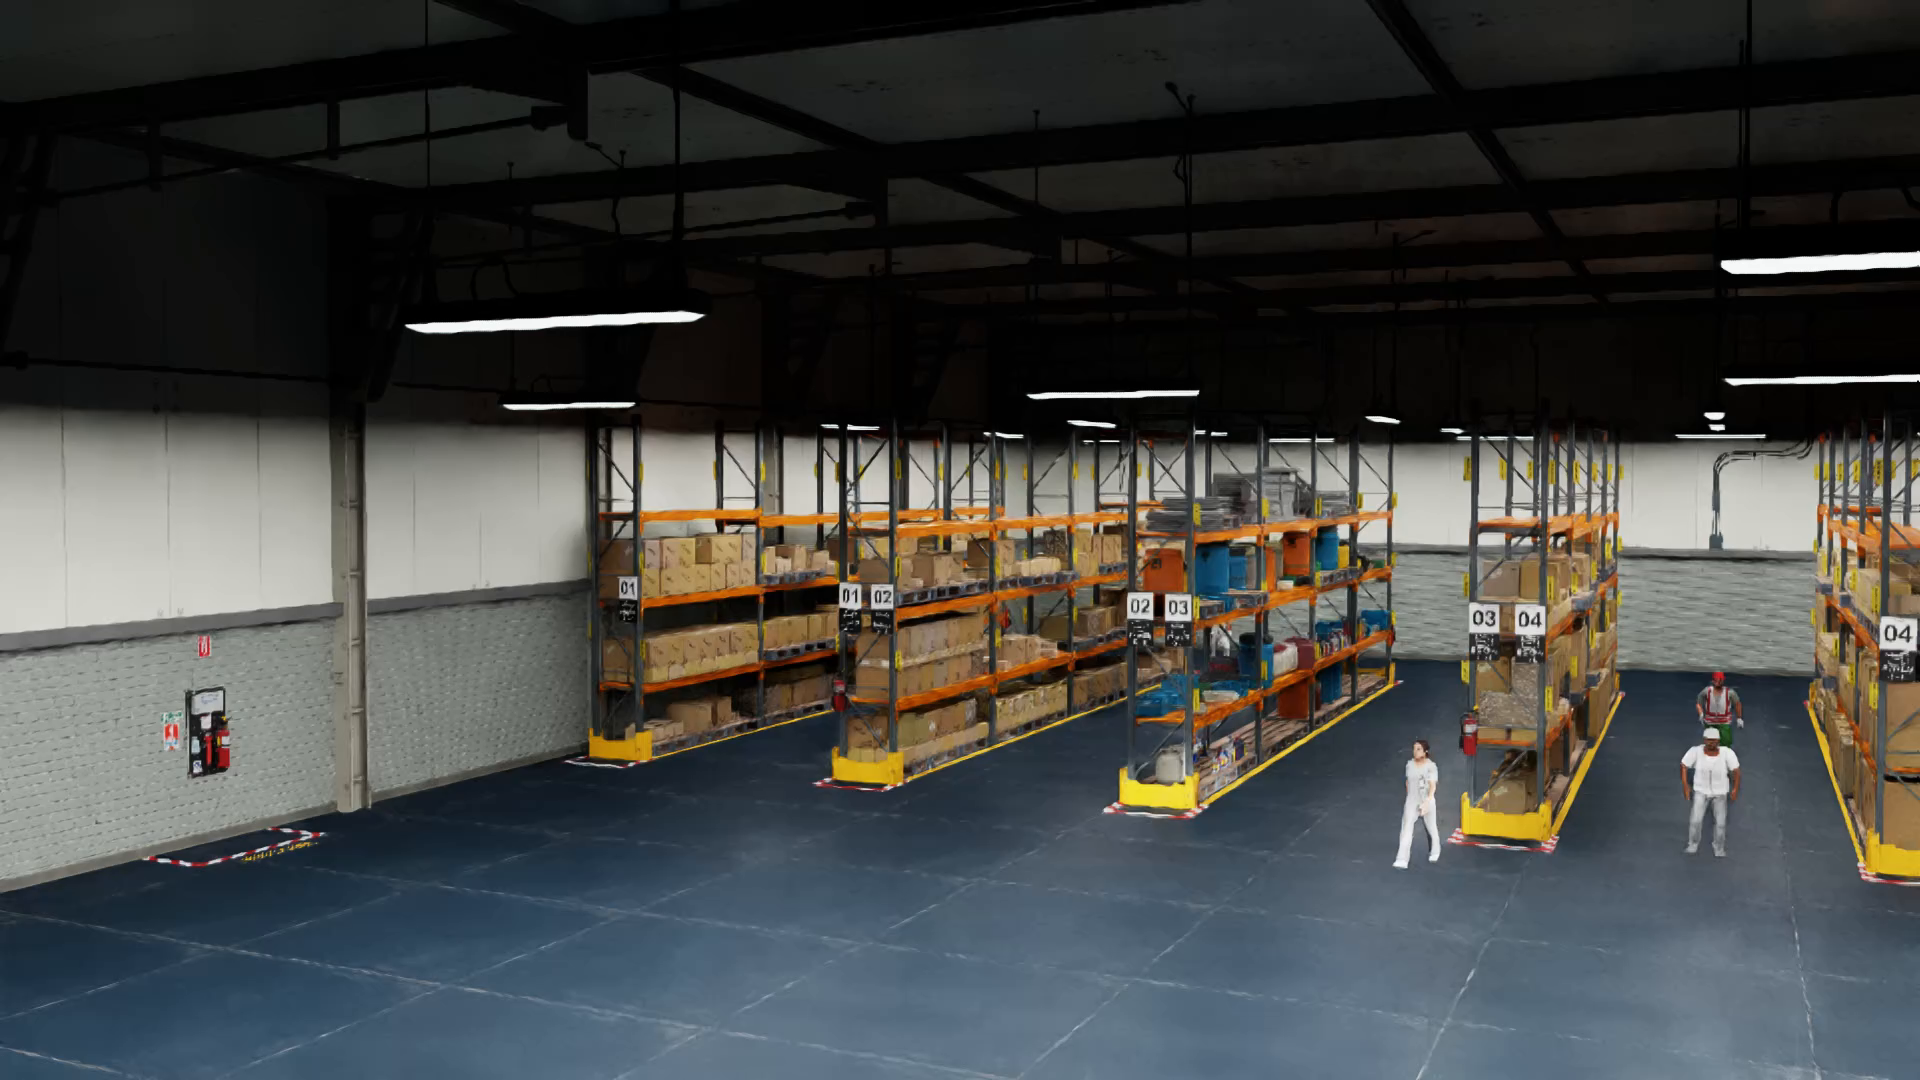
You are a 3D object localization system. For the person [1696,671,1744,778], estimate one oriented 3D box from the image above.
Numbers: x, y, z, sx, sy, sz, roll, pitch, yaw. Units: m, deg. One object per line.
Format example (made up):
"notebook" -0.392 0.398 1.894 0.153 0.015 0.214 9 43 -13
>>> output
"person" 12.465 3.010 27.298 0.711 1.751 0.680 1 3 29

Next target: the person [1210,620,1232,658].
"person" 6.554 2.402 42.067 0.678 1.732 0.752 0 2 3

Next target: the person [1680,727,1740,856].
"person" 9.728 3.263 21.578 0.719 1.714 0.578 1 3 24

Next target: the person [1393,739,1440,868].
"person" 5.828 3.318 21.044 0.444 1.602 1.011 2 3 34
